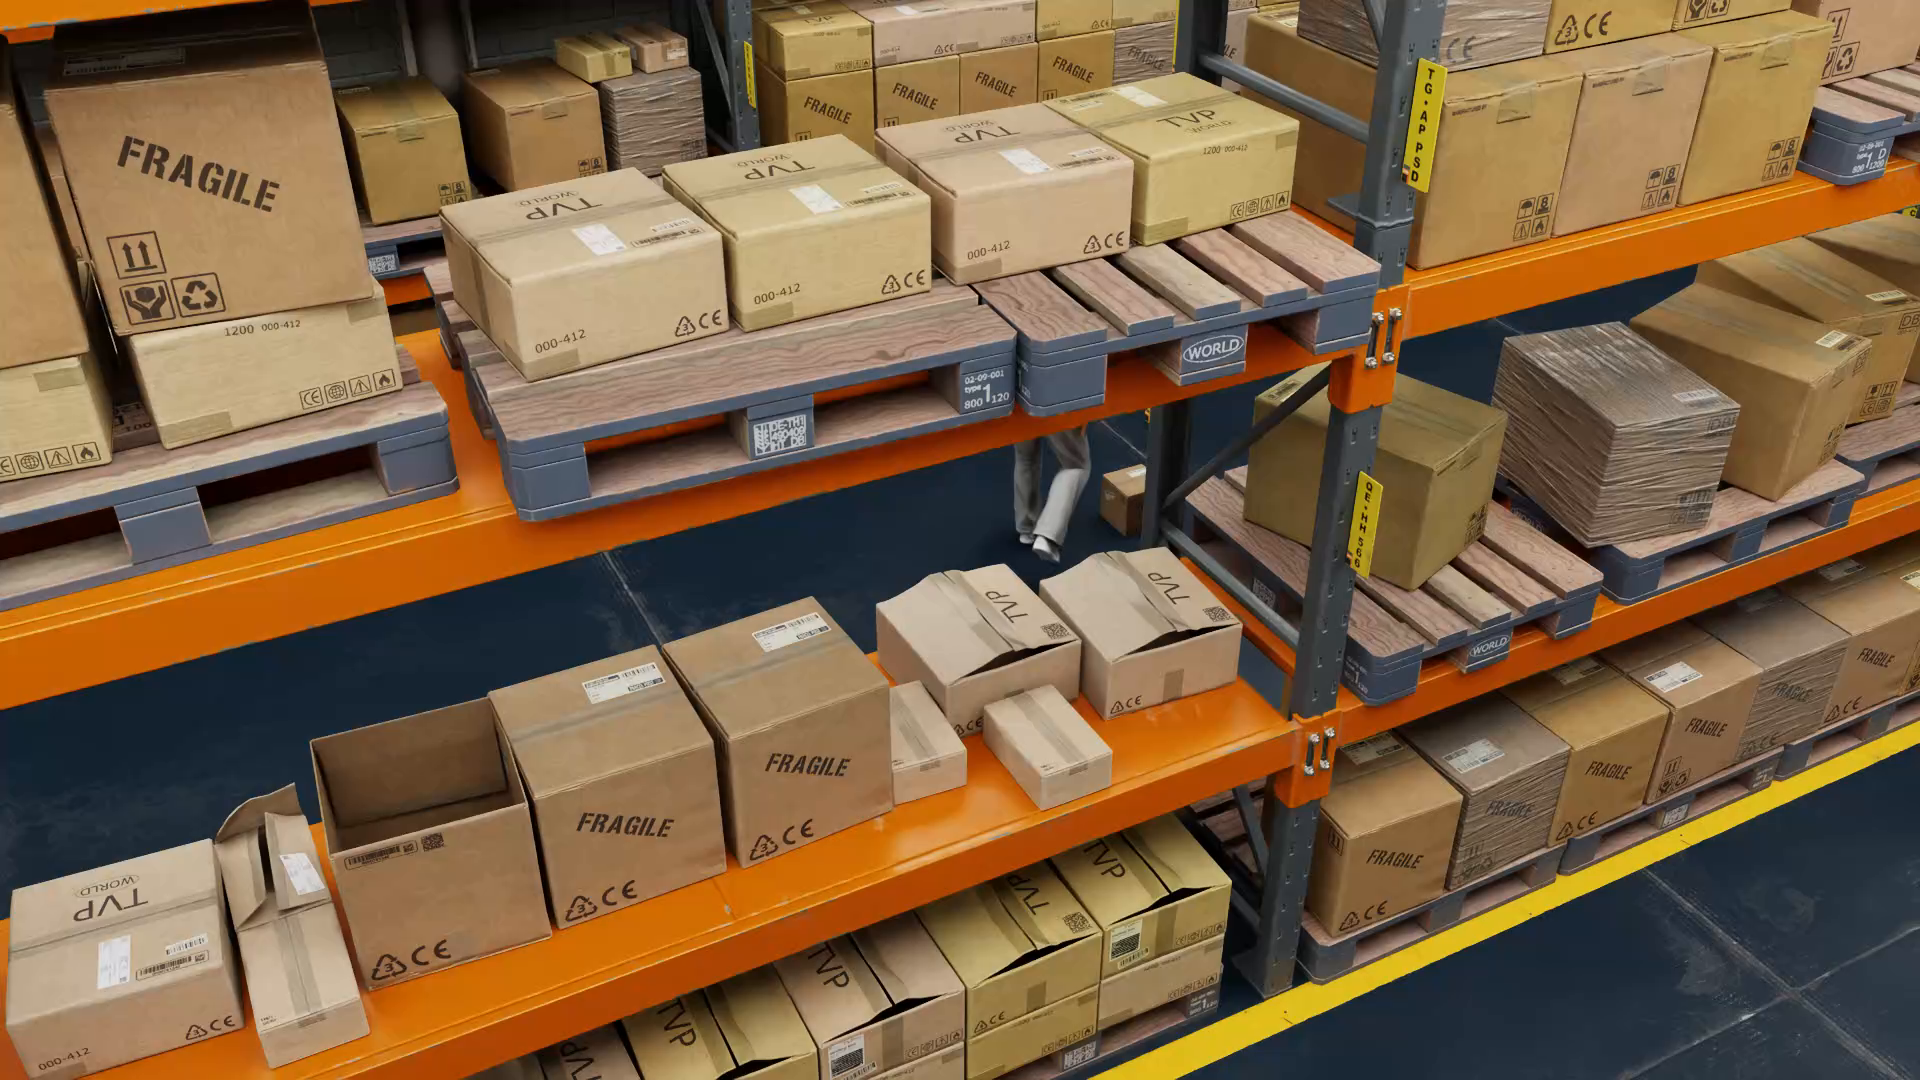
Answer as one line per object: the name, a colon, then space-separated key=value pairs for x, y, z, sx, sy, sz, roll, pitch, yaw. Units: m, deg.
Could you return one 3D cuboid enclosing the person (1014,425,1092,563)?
person: x=0.387 y=-0.632 z=8.085 sx=0.480 sy=1.667 sz=0.675 roll=16 pitch=36 yaw=22
